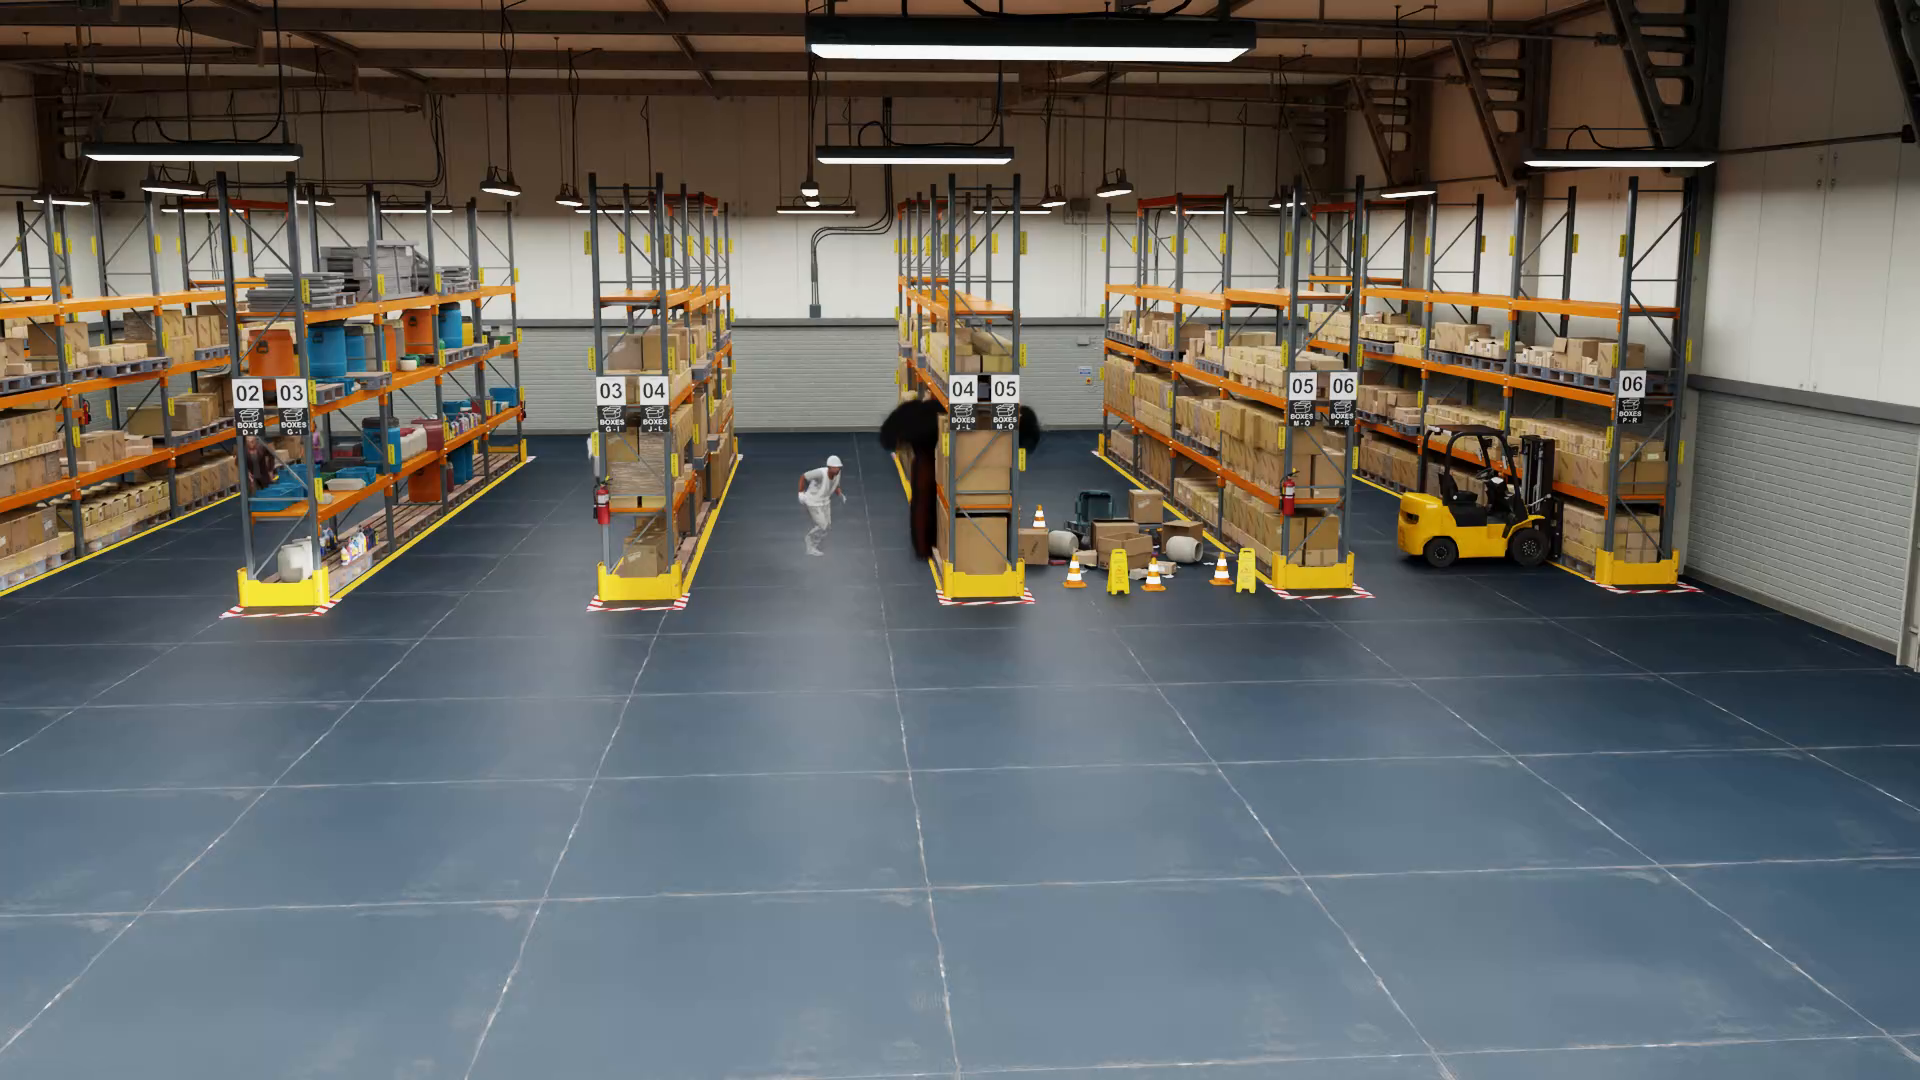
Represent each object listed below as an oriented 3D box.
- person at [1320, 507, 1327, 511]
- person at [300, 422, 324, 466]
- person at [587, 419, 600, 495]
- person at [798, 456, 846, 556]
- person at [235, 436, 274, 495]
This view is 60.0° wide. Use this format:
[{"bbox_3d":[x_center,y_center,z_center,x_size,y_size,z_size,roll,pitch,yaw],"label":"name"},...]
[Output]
[{"bbox_3d":[6.400,-1.047,29.922,0.561,1.639,0.955,-2,10,-9],"label":"person"},{"bbox_3d":[-12.752,-1.555,32.770,0.540,1.604,0.862,-1,10,-7],"label":"person"},{"bbox_3d":[-7.135,-1.638,33.107,0.606,1.649,0.611,-1,10,-6],"label":"person"},{"bbox_3d":[-2.113,-0.506,25.369,0.792,1.597,0.720,10,14,43],"label":"person"},{"bbox_3d":[-13.007,-1.129,30.705,0.677,1.515,0.895,-6,12,-30],"label":"person"}]
